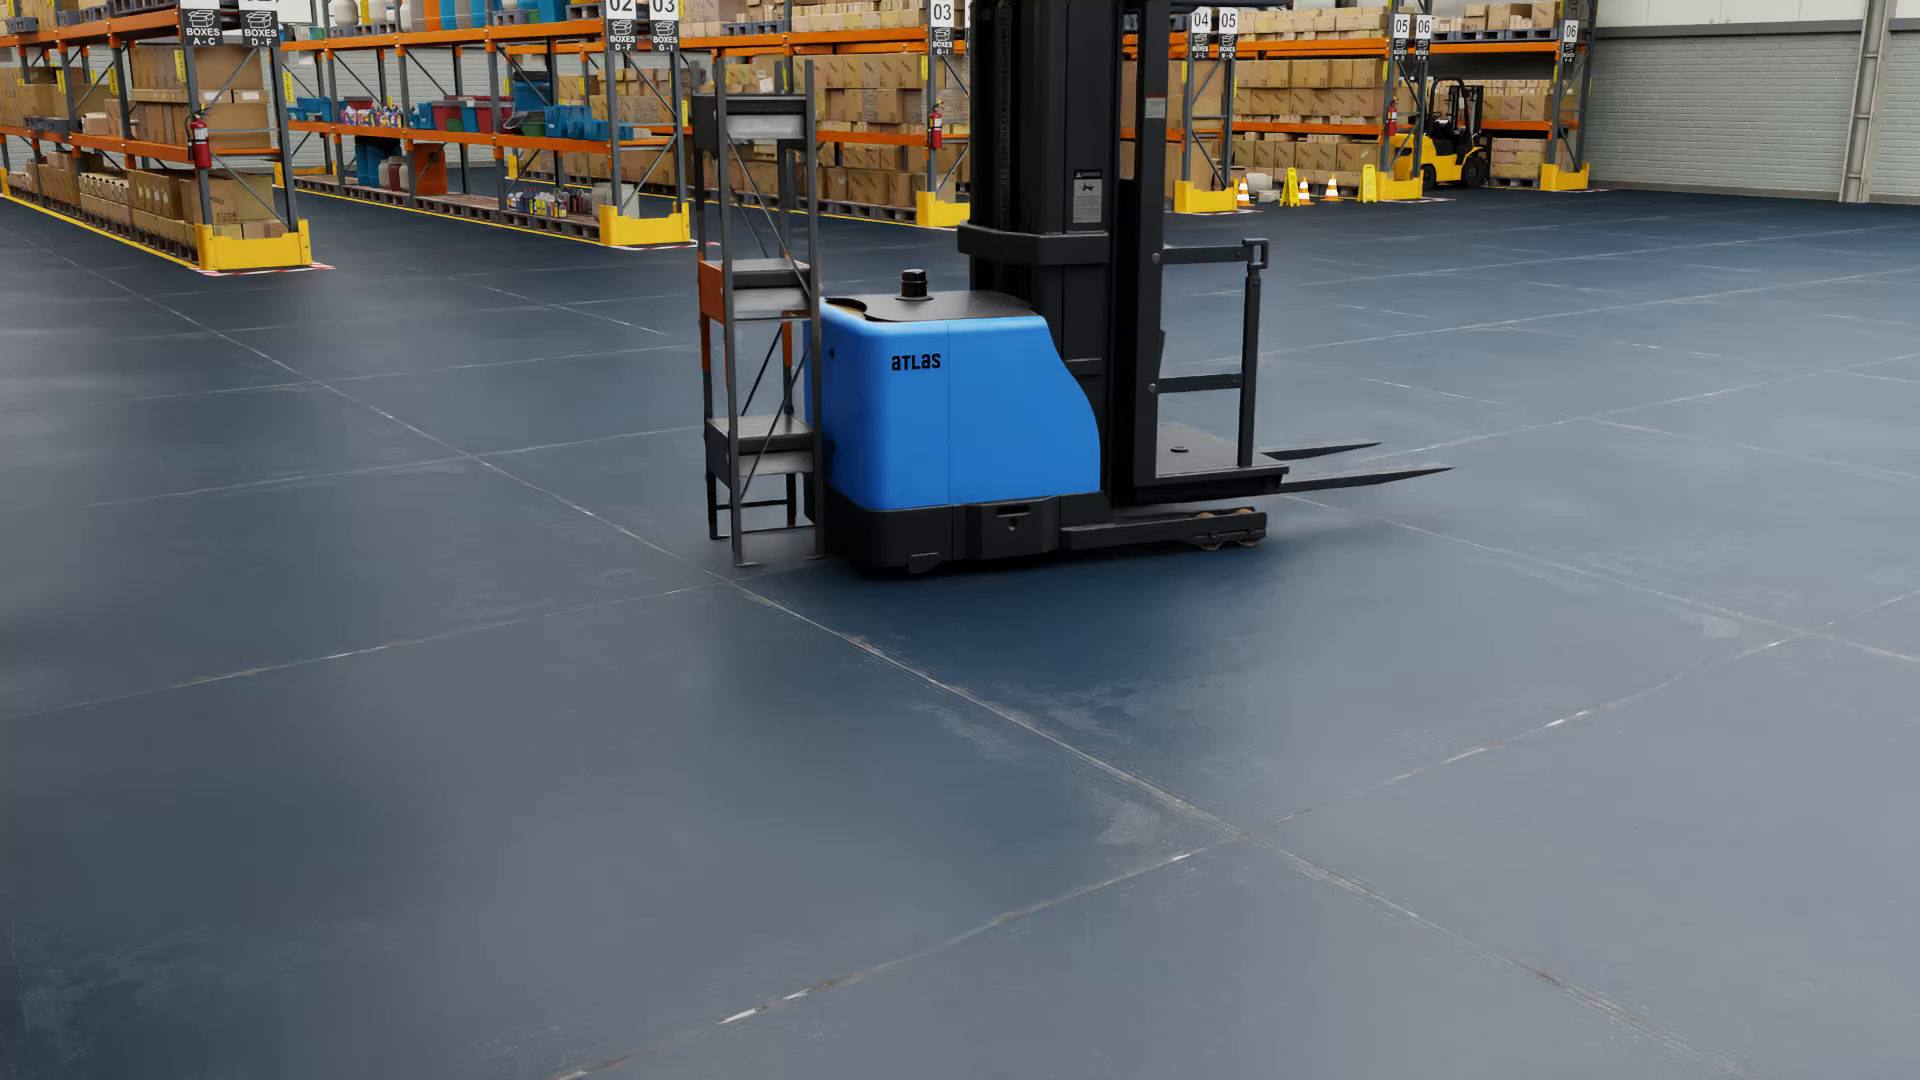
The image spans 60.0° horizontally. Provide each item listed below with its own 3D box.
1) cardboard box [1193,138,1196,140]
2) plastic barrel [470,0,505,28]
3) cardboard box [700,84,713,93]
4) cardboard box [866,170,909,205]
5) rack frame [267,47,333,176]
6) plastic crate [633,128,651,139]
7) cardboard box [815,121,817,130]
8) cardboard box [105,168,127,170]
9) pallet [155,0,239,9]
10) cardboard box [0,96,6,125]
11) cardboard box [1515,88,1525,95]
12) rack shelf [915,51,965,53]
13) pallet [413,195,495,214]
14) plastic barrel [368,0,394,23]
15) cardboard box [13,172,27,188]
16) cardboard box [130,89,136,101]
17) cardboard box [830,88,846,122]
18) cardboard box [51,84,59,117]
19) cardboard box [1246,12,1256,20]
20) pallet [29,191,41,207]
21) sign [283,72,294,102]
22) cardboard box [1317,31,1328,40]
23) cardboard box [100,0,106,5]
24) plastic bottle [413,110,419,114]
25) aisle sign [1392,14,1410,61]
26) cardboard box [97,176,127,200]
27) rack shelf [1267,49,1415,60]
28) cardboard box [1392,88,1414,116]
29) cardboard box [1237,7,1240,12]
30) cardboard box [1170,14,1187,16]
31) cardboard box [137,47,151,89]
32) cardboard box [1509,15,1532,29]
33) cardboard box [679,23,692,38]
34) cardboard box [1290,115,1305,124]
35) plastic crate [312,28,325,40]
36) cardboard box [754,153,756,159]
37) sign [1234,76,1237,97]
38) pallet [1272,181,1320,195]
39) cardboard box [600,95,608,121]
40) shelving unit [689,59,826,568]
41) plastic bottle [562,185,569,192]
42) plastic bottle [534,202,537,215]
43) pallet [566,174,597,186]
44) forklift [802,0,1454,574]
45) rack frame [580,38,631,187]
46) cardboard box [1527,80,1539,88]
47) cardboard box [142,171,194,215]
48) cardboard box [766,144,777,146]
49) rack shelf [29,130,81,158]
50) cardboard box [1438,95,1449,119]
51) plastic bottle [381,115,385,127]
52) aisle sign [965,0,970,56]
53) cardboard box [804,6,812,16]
[{"bbox_3d":[5.926,-9.861,40.633,0.380,0.149,0.250,-11,19,-34],"label":"cardboard box"},{"bbox_3d":[-6.876,-7.968,24.375,0.600,0.901,0.708,-11,19,-35],"label":"plastic barrel"},{"bbox_3d":[-4.397,-7.969,30.026,0.500,0.500,0.500,-14,21,-41],"label":"cardboard box"},{"bbox_3d":[-1.129,-5.511,25.969,0.500,0.500,0.500,-9,18,-29],"label":"cardboard box"},{"bbox_3d":[-13.457,-8.767,33.926,1.000,3.000,0.127,-11,19,-35],"label":"rack frame"},{"bbox_3d":[-4.316,-5.464,22.359,0.298,0.136,0.250,-11,19,-35],"label":"plastic crate"},{"bbox_3d":[-2.206,-6.655,26.686,0.380,0.149,0.250,-11,19,-35],"label":"cardboard box"},{"bbox_3d":[-13.402,-5.658,26.467,0.500,0.500,0.500,-11,19,-35],"label":"cardboard box"},{"bbox_3d":[-8.453,-6.142,18.819,1.003,0.211,1.213,-11,19,-35],"label":"pallet"},{"bbox_3d":[-17.111,-7.802,30.212,0.500,0.500,0.500,-11,19,-35],"label":"cardboard box"},{"bbox_3d":[11.278,-8.935,33.123,0.380,0.149,0.250,-10,18,-34],"label":"cardboard box"},{"bbox_3d":[-0.259,-11.747,40.494,1.077,0.370,4.000,-11,19,-35],"label":"rack shelf"},{"bbox_3d":[-8.330,-5.542,27.426,1.003,0.211,1.213,-11,19,-35],"label":"pallet"},{"bbox_3d":[-9.918,-9.129,28.513,0.433,0.535,0.433,0,15,0],"label":"plastic barrel"},{"bbox_3d":[-16.788,-6.511,30.060,0.500,0.250,0.500,-11,19,-35],"label":"cardboard box"},{"bbox_3d":[-10.409,-5.710,21.339,0.380,0.149,0.250,-11,19,-35],"label":"cardboard box"},{"bbox_3d":[-1.540,-6.856,26.191,0.875,0.500,0.500,-11,19,-35],"label":"cardboard box"},{"bbox_3d":[-14.026,-7.028,26.587,0.500,0.500,0.700,12,19,38],"label":"cardboard box"},{"bbox_3d":[5.718,-10.053,31.908,0.380,0.149,0.250,-10,18,-33],"label":"cardboard box"},{"bbox_3d":[-15.517,-5.947,28.904,1.003,0.211,1.213,-11,19,-35],"label":"pallet"},{"bbox_3d":[-7.606,-5.123,18.822,0.100,0.325,0.005,-11,19,-35],"label":"sign"},{"bbox_3d":[6.806,-9.294,30.644,0.380,0.149,0.250,-11,19,-36],"label":"cardboard box"},{"bbox_3d":[-11.485,-7.431,22.853,0.500,0.250,0.500,-13,20,-39],"label":"cardboard box"},{"bbox_3d":[-9.562,-7.438,29.304,0.152,0.276,0.135,-11,19,-35],"label":"plastic bottle"},{"bbox_3d":[7.774,-8.853,29.316,0.394,0.787,0.004,-11,19,-35],"label":"aisle sign"},{"bbox_3d":[-11.776,-4.950,23.332,0.500,0.311,0.500,-11,19,-35],"label":"cardboard box"},{"bbox_3d":[8.458,-10.810,37.070,1.077,0.370,4.000,-11,19,-35],"label":"rack shelf"},{"bbox_3d":[7.918,-7.993,30.347,0.500,0.500,0.500,-11,19,-35],"label":"cardboard box"},{"bbox_3d":[5.177,-10.434,32.875,0.500,0.250,0.500,-10,18,-33],"label":"cardboard box"},{"bbox_3d":[3.558,-8.462,26.622,0.380,0.149,0.250,-11,19,-35],"label":"cardboard box"},{"bbox_3d":[-9.846,-5.909,20.837,0.700,0.500,0.500,-11,19,-35],"label":"cardboard box"},{"bbox_3d":[11.103,-10.246,32.915,0.396,0.266,0.258,-11,19,-34],"label":"cardboard box"},{"bbox_3d":[-4.677,-9.062,29.606,0.500,0.250,0.500,-10,18,-34],"label":"cardboard box"},{"bbox_3d":[6.462,-7.949,31.414,0.380,0.149,0.250,-11,19,-35],"label":"cardboard box"},{"bbox_3d":[-11.599,-9.301,30.596,0.450,0.188,0.662,-11,19,-35],"label":"plastic crate"},{"bbox_3d":[-4.652,-8.884,38.395,0.380,0.149,0.250,-12,19,-37],"label":"cardboard box"},{"bbox_3d":[4.480,-7.408,27.171,0.100,0.325,0.005,-11,19,-35],"label":"sign"},{"bbox_3d":[6.766,-6.768,31.904,1.003,0.211,1.213,-11,19,-35],"label":"pallet"},{"bbox_3d":[-6.735,-8.486,32.709,0.500,0.500,0.500,-11,19,-34],"label":"cardboard box"},{"bbox_3d":[-0.867,-0.974,7.157,0.431,2.100,0.503,-6,16,-20],"label":"shelving unit"},{"bbox_3d":[-5.790,-5.046,24.517,0.144,0.351,0.185,-11,19,-36],"label":"plastic bottle"},{"bbox_3d":[-6.004,-4.726,23.629,0.097,0.201,0.097,0,15,0],"label":"plastic bottle"},{"bbox_3d":[-7.483,-7.511,34.620,1.003,0.211,1.213,-11,19,-35],"label":"pallet"},{"bbox_3d":[0.847,-1.492,7.474,3.031,2.935,1.130,-6,16,-20],"label":"forklift"},{"bbox_3d":[-7.099,-8.682,33.614,1.000,3.000,0.127,-11,19,-35],"label":"rack frame"},{"bbox_3d":[11.434,-9.025,32.887,0.380,0.149,0.250,-11,19,-34],"label":"cardboard box"},{"bbox_3d":[-9.803,-4.314,20.647,0.500,0.500,0.500,-11,19,-35],"label":"cardboard box"},{"bbox_3d":[-4.406,-9.162,38.846,0.380,0.149,0.250,-12,19,-37],"label":"cardboard box"},{"bbox_3d":[-13.938,-6.371,26.534,1.077,0.370,4.000,-11,19,-35],"label":"rack shelf"},{"bbox_3d":[10.301,-8.979,34.512,0.500,0.500,0.500,-11,19,-35],"label":"cardboard box"},{"bbox_3d":[-9.869,-7.185,28.521,0.097,0.201,0.097,0,15,0],"label":"plastic bottle"},{"bbox_3d":[0.236,-7.407,24.031,0.394,0.787,0.004,-11,19,-35],"label":"aisle sign"},{"bbox_3d":[-2.242,-8.377,26.347,0.380,0.149,0.250,-12,19,-37],"label":"cardboard box"}]
